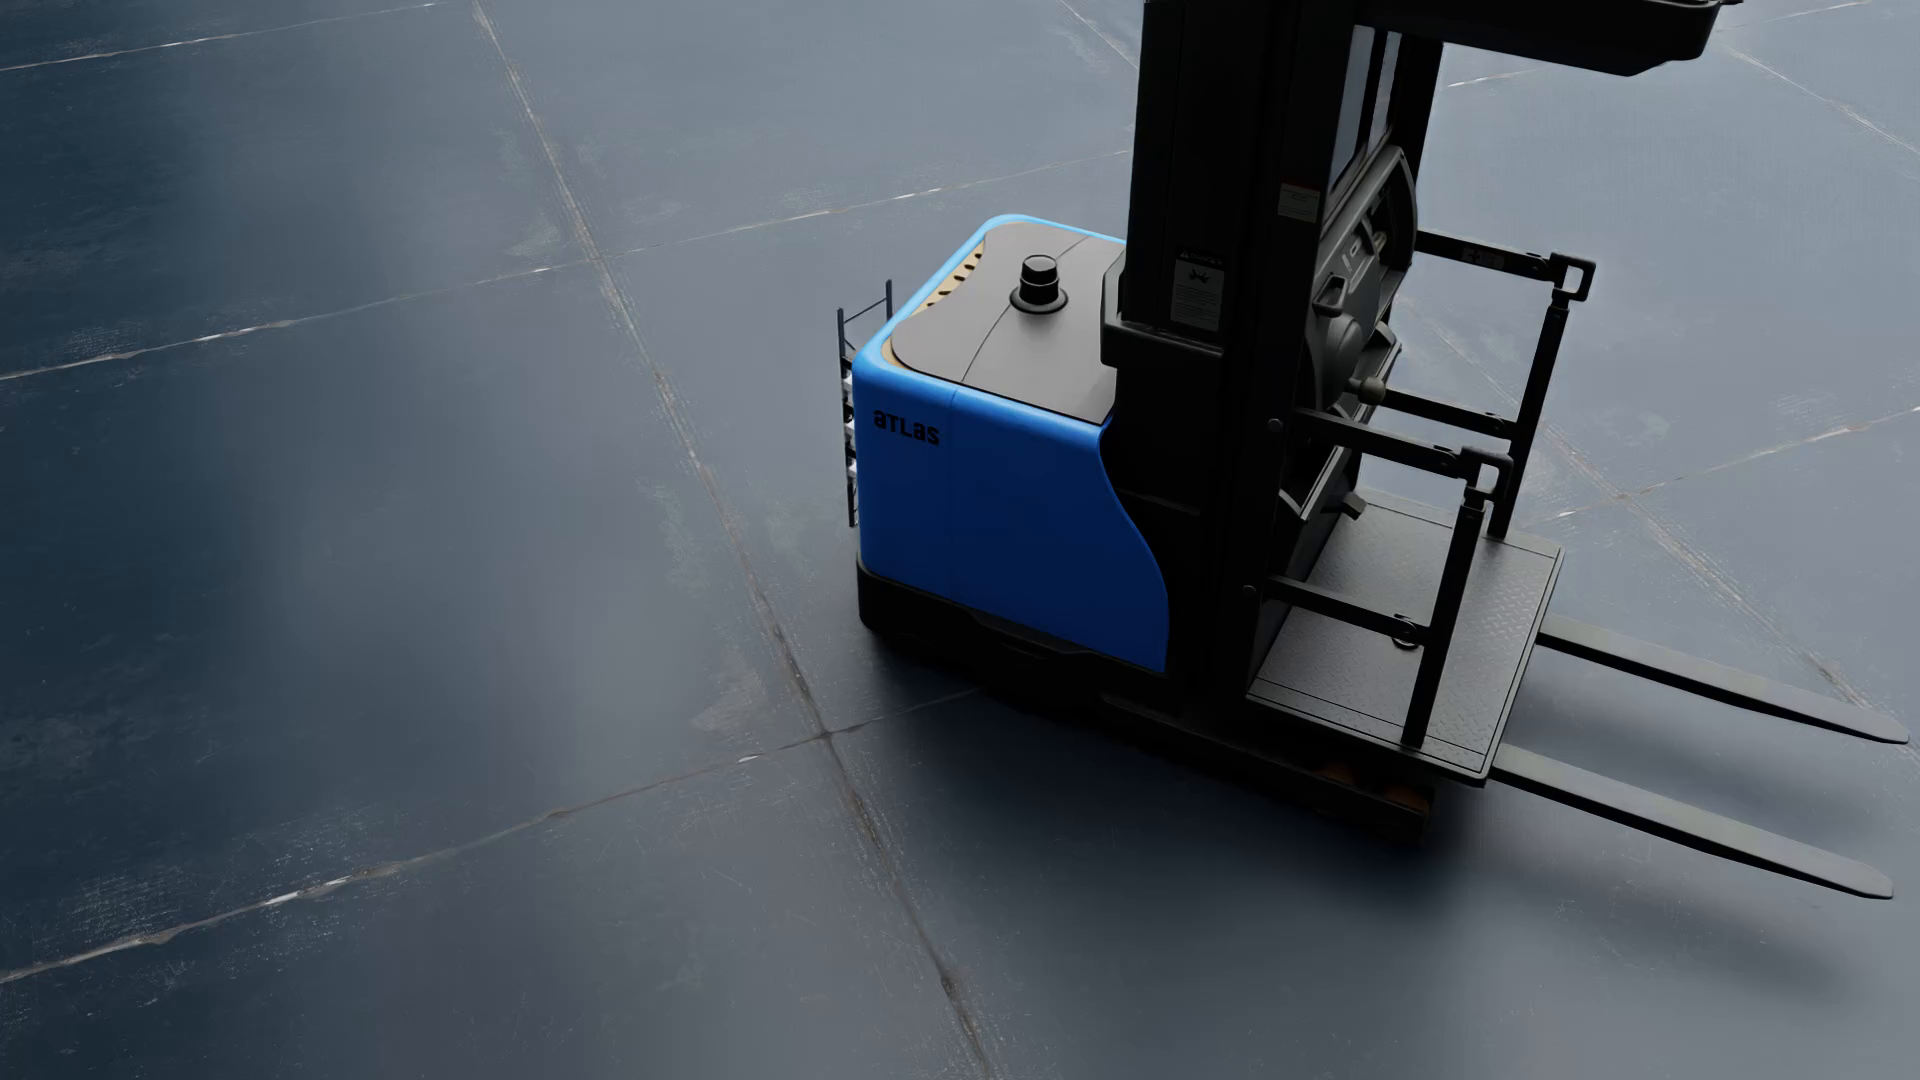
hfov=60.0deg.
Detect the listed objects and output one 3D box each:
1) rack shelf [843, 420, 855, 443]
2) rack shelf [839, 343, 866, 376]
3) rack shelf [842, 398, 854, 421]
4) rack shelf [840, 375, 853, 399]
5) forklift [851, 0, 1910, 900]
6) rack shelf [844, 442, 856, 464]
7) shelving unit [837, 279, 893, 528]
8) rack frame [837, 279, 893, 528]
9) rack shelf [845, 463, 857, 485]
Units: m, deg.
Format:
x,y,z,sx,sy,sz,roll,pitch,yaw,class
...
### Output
x,y,z,sx,sy,sz,roll,pitch,yaw,class
-0.228,-0.371,5.542,0.200,0.077,0.258,31,49,31,rack shelf
-0.228,-0.575,5.365,0.200,0.077,0.258,31,49,31,rack shelf
-0.228,-0.439,5.483,0.200,0.077,0.258,31,49,31,rack shelf
-0.228,-0.507,5.424,0.200,0.077,0.258,31,49,31,rack shelf
1.226,-0.650,4.258,3.031,2.935,1.130,18,44,20,forklift
-0.228,-0.303,5.600,0.200,0.077,0.258,31,49,31,rack shelf
-0.228,-0.396,5.520,0.210,0.900,0.258,31,49,31,shelving unit
-0.303,-0.440,5.572,0.006,0.900,0.240,31,49,31,rack frame
-0.228,-0.234,5.659,0.200,0.077,0.258,31,49,31,rack shelf
